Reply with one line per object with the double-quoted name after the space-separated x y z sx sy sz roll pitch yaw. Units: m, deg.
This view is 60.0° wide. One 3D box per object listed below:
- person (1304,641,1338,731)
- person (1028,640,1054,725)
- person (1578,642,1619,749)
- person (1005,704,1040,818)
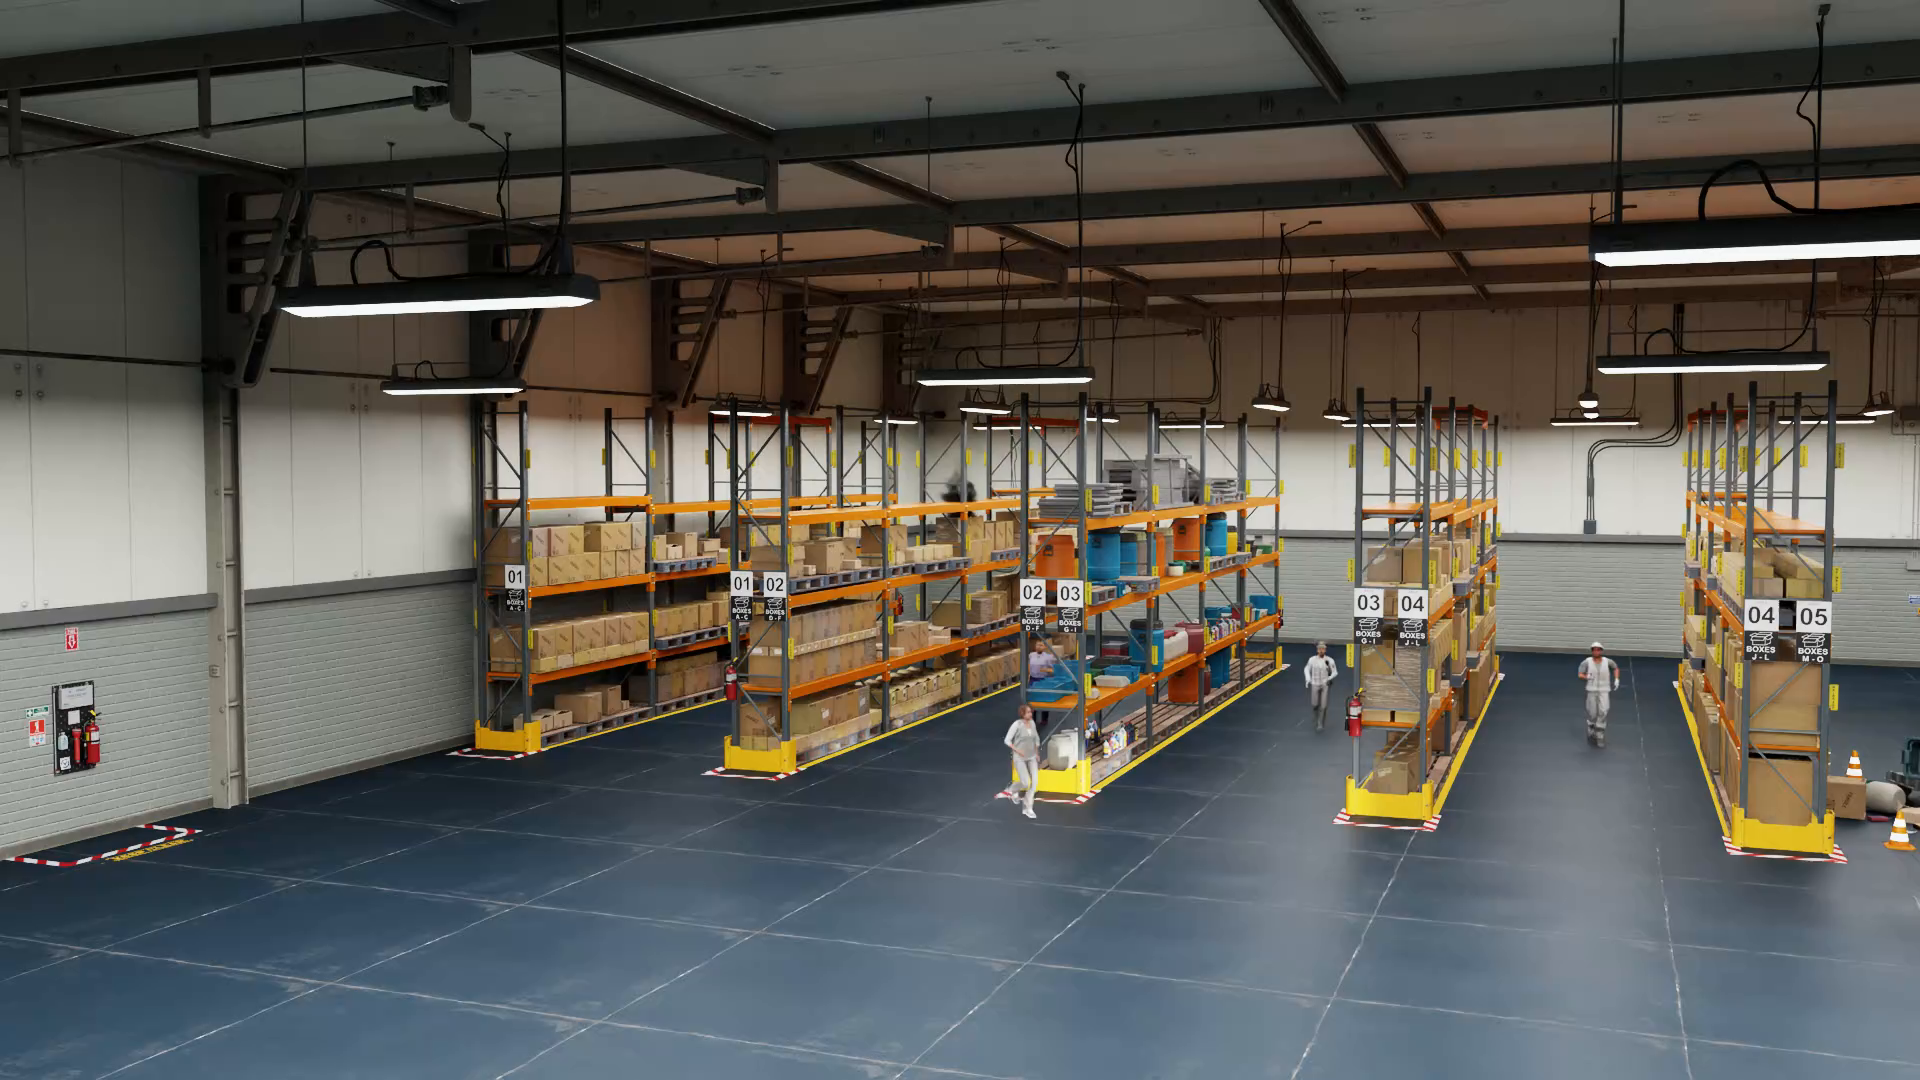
6.649 2.692 30.673 0.611 1.653 0.546 1 3 15 "person"
1.479 2.693 30.785 0.575 1.710 0.763 1 3 13 "person"
11.188 2.694 29.163 0.669 1.803 0.935 1 3 22 "person"
0.890 3.094 23.418 0.577 1.580 0.588 -2 3 -29 "person"
